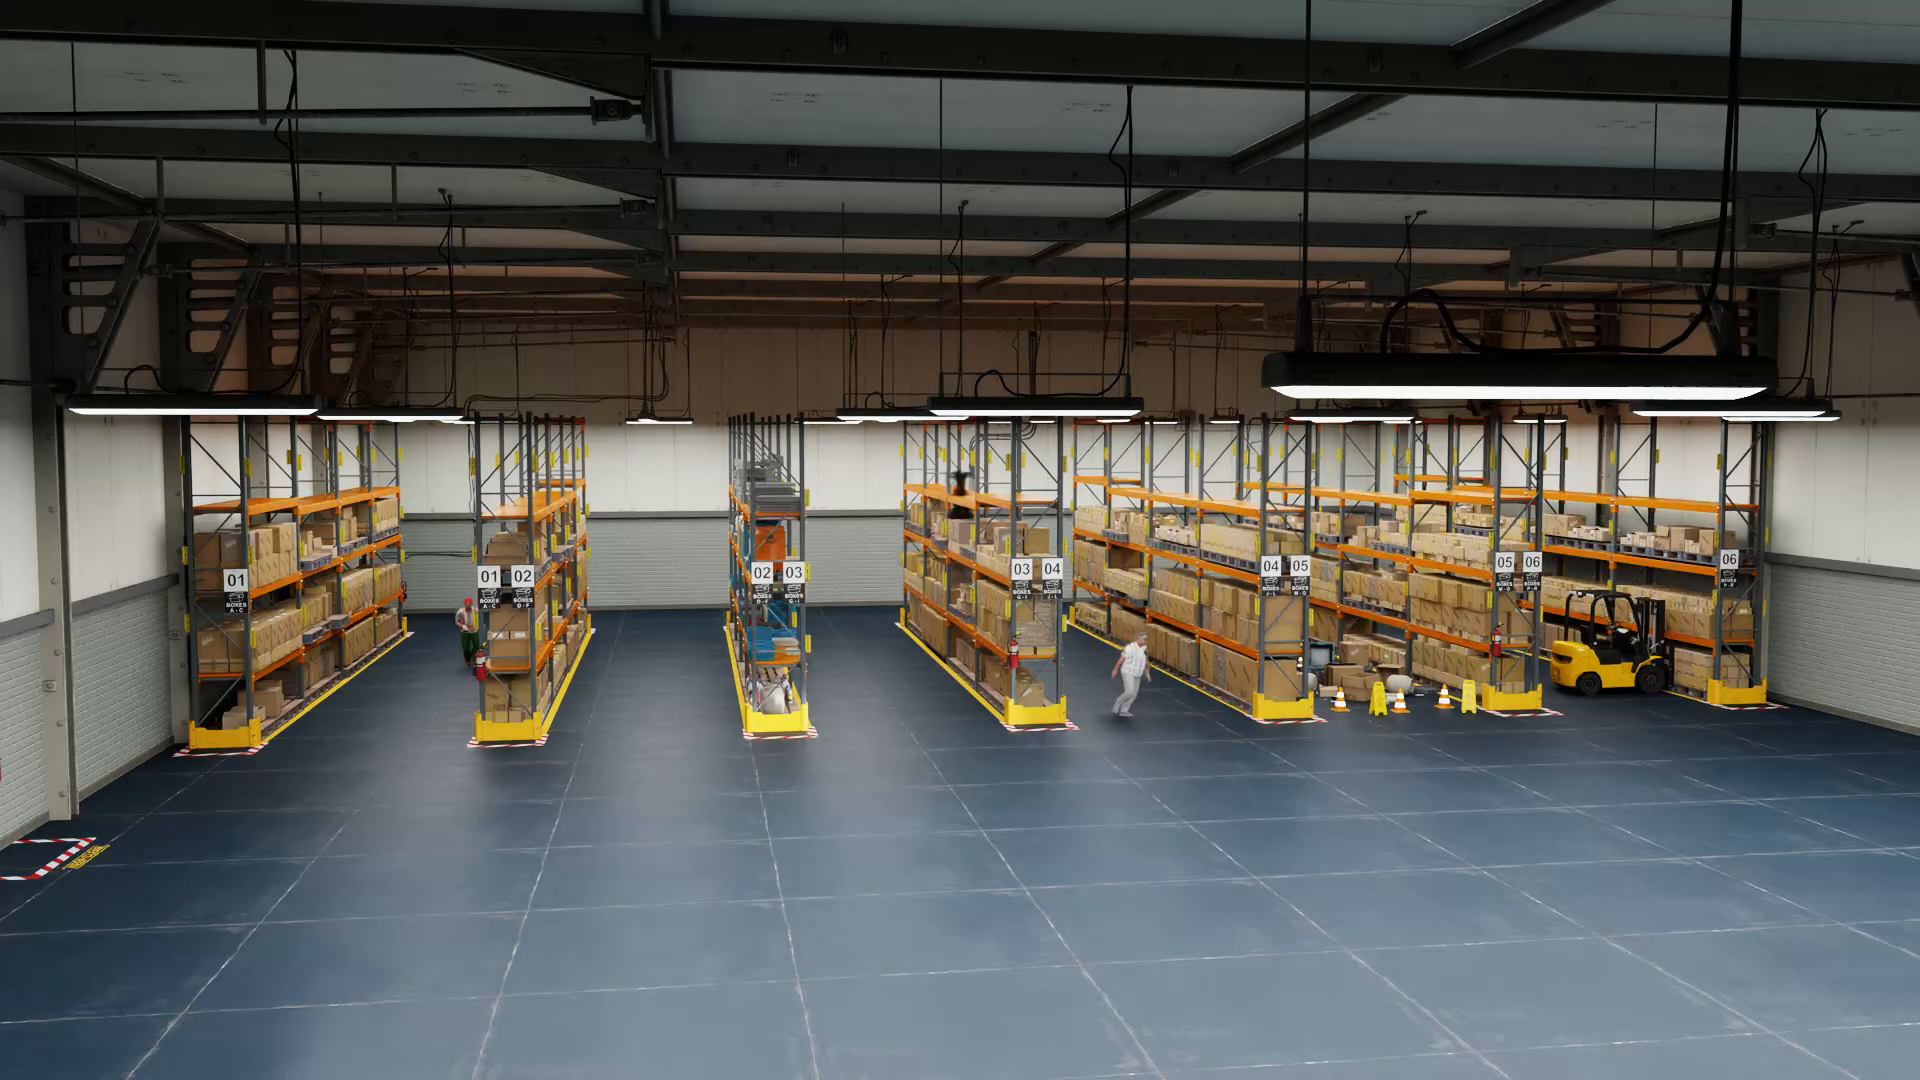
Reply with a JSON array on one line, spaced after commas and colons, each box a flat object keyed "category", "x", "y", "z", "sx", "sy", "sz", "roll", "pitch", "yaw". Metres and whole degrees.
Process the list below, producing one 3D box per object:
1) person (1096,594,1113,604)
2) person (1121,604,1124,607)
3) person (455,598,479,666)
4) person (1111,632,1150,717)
[{"category": "person", "x": 4.326, "y": 1.517, "z": 49.931, "sx": 0.875, "sy": 1.592, "sz": 0.558, "roll": -1, "pitch": 4, "yaw": -17}, {"category": "person", "x": 4.992, "y": 1.546, "z": 49.357, "sx": 0.845, "sy": 1.671, "sz": 0.647, "roll": 3, "pitch": 5, "yaw": 39}, {"category": "person", "x": -11.681, "y": 2.193, "z": 39.645, "sx": 0.688, "sy": 1.680, "sz": 0.763, "roll": -2, "pitch": 4, "yaw": -24}, {"category": "person", "x": 3.373, "y": 2.650, "z": 32.790, "sx": 0.703, "sy": 1.702, "sz": 0.603, "roll": -3, "pitch": 5, "yaw": -41}]
